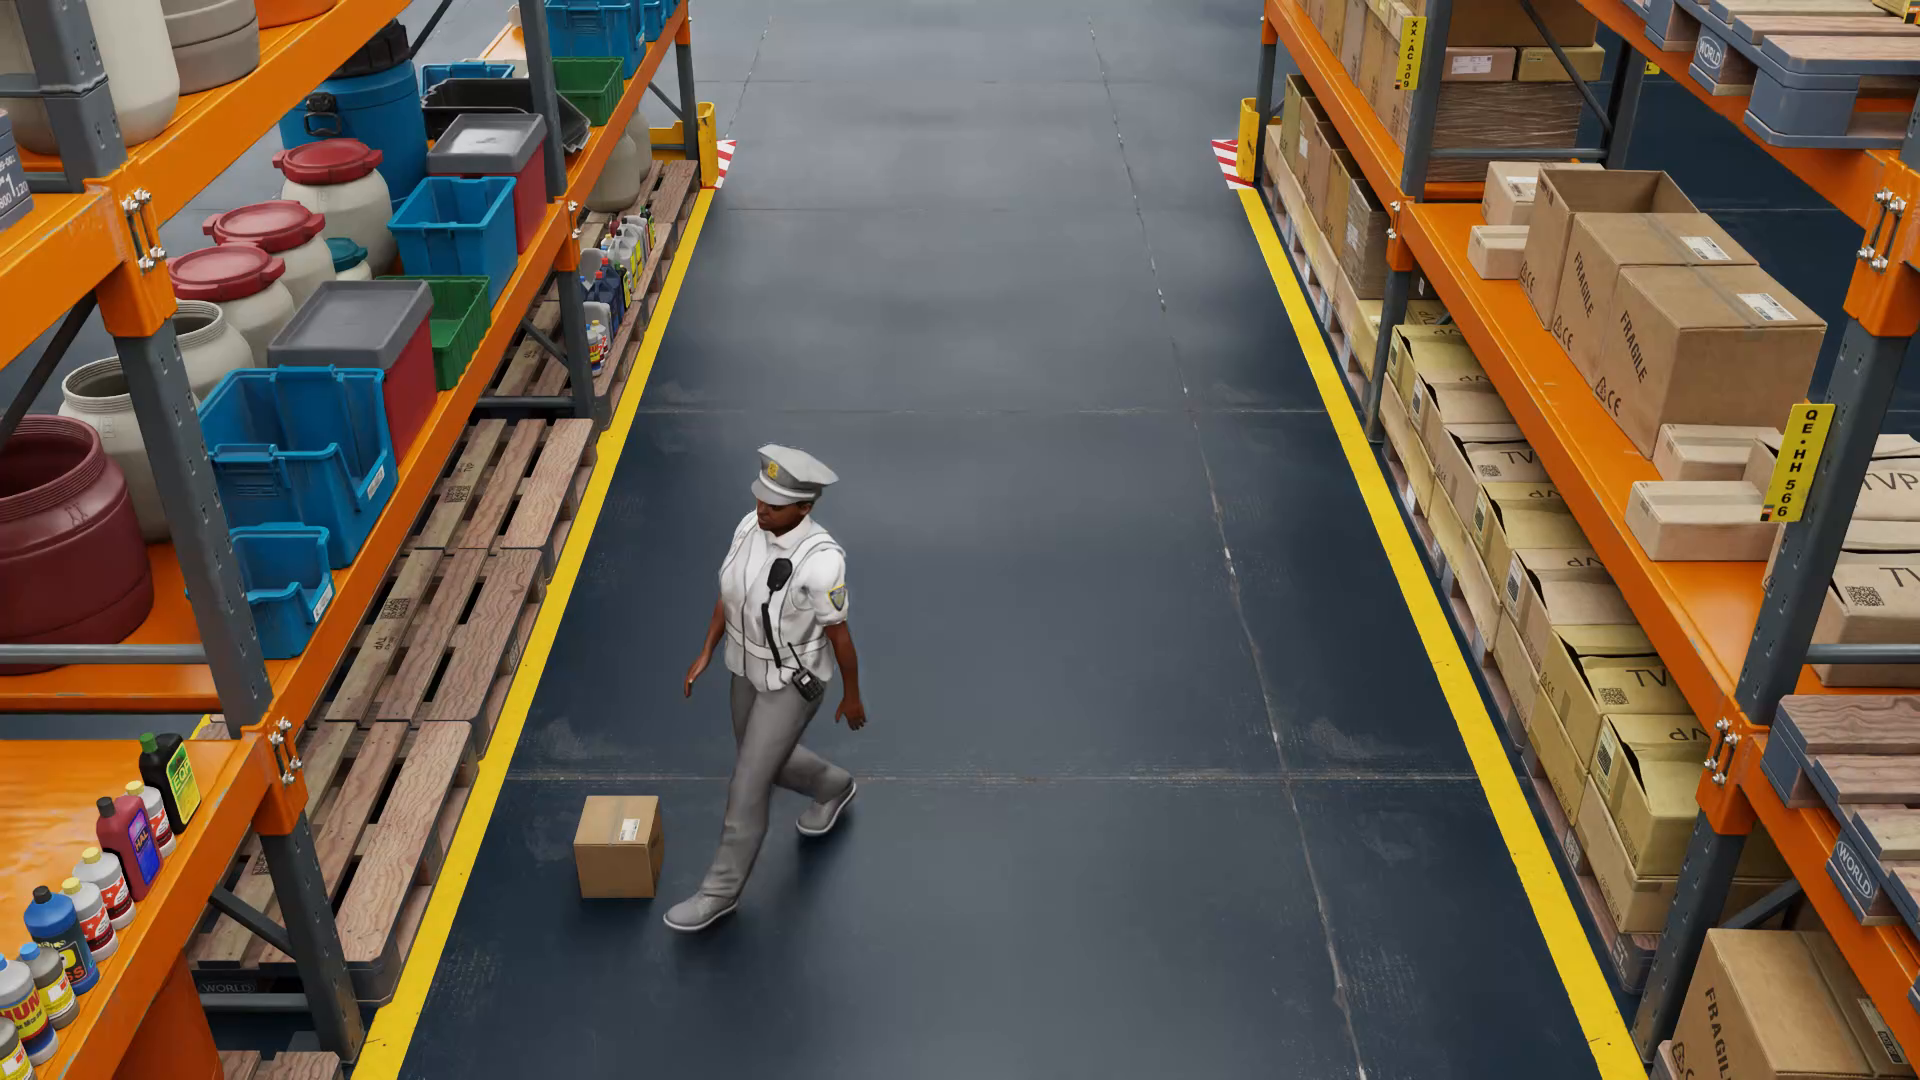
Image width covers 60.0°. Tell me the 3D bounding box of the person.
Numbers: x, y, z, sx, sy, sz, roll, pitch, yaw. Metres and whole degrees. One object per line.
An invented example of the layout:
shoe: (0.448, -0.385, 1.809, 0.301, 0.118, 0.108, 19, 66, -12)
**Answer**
person: (-0.687, 0.459, 5.394, 0.903, 1.618, 0.496, -25, 39, -34)
